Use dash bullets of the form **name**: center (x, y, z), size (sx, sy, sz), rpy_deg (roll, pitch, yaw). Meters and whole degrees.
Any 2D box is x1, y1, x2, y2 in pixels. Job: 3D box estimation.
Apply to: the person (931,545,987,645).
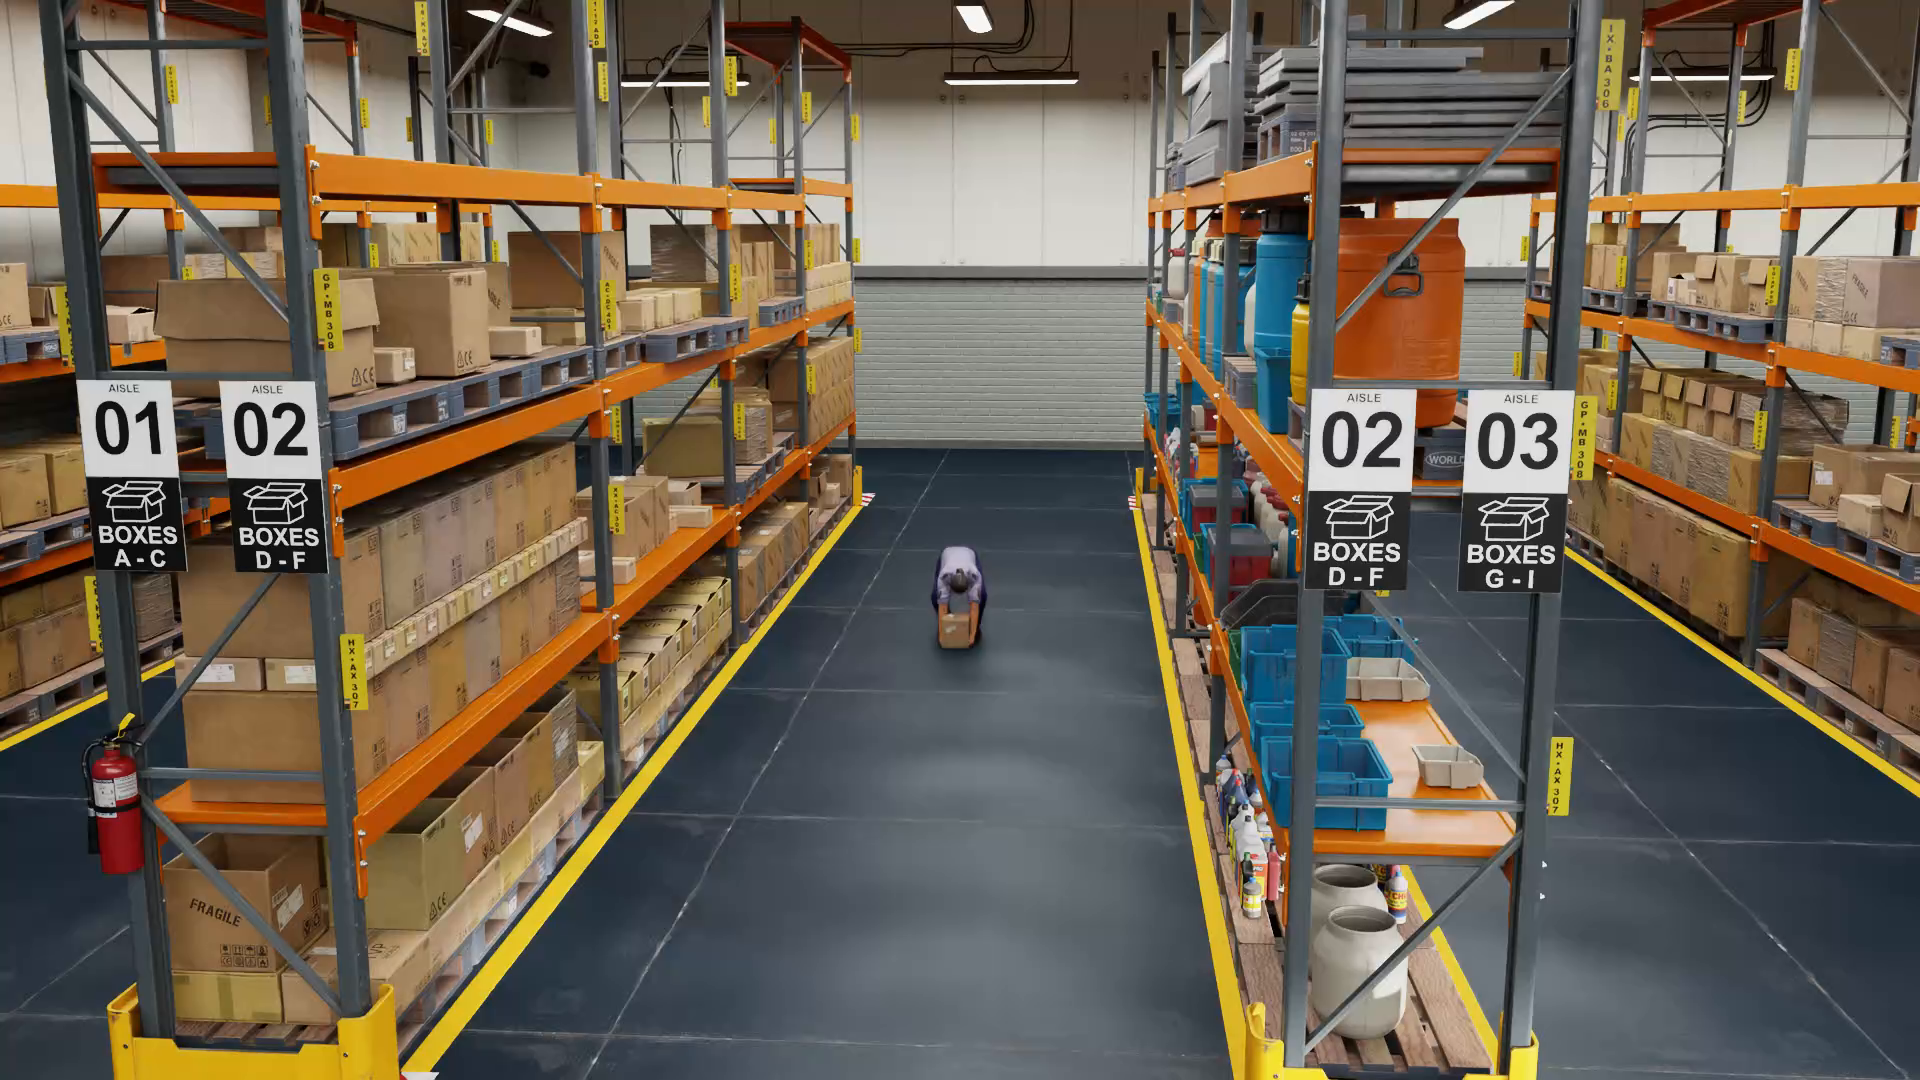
- **person**: center (-0.009, 0.507, 15.518), size (0.521, 0.830, 0.900), rpy_deg (0, 11, 1)
